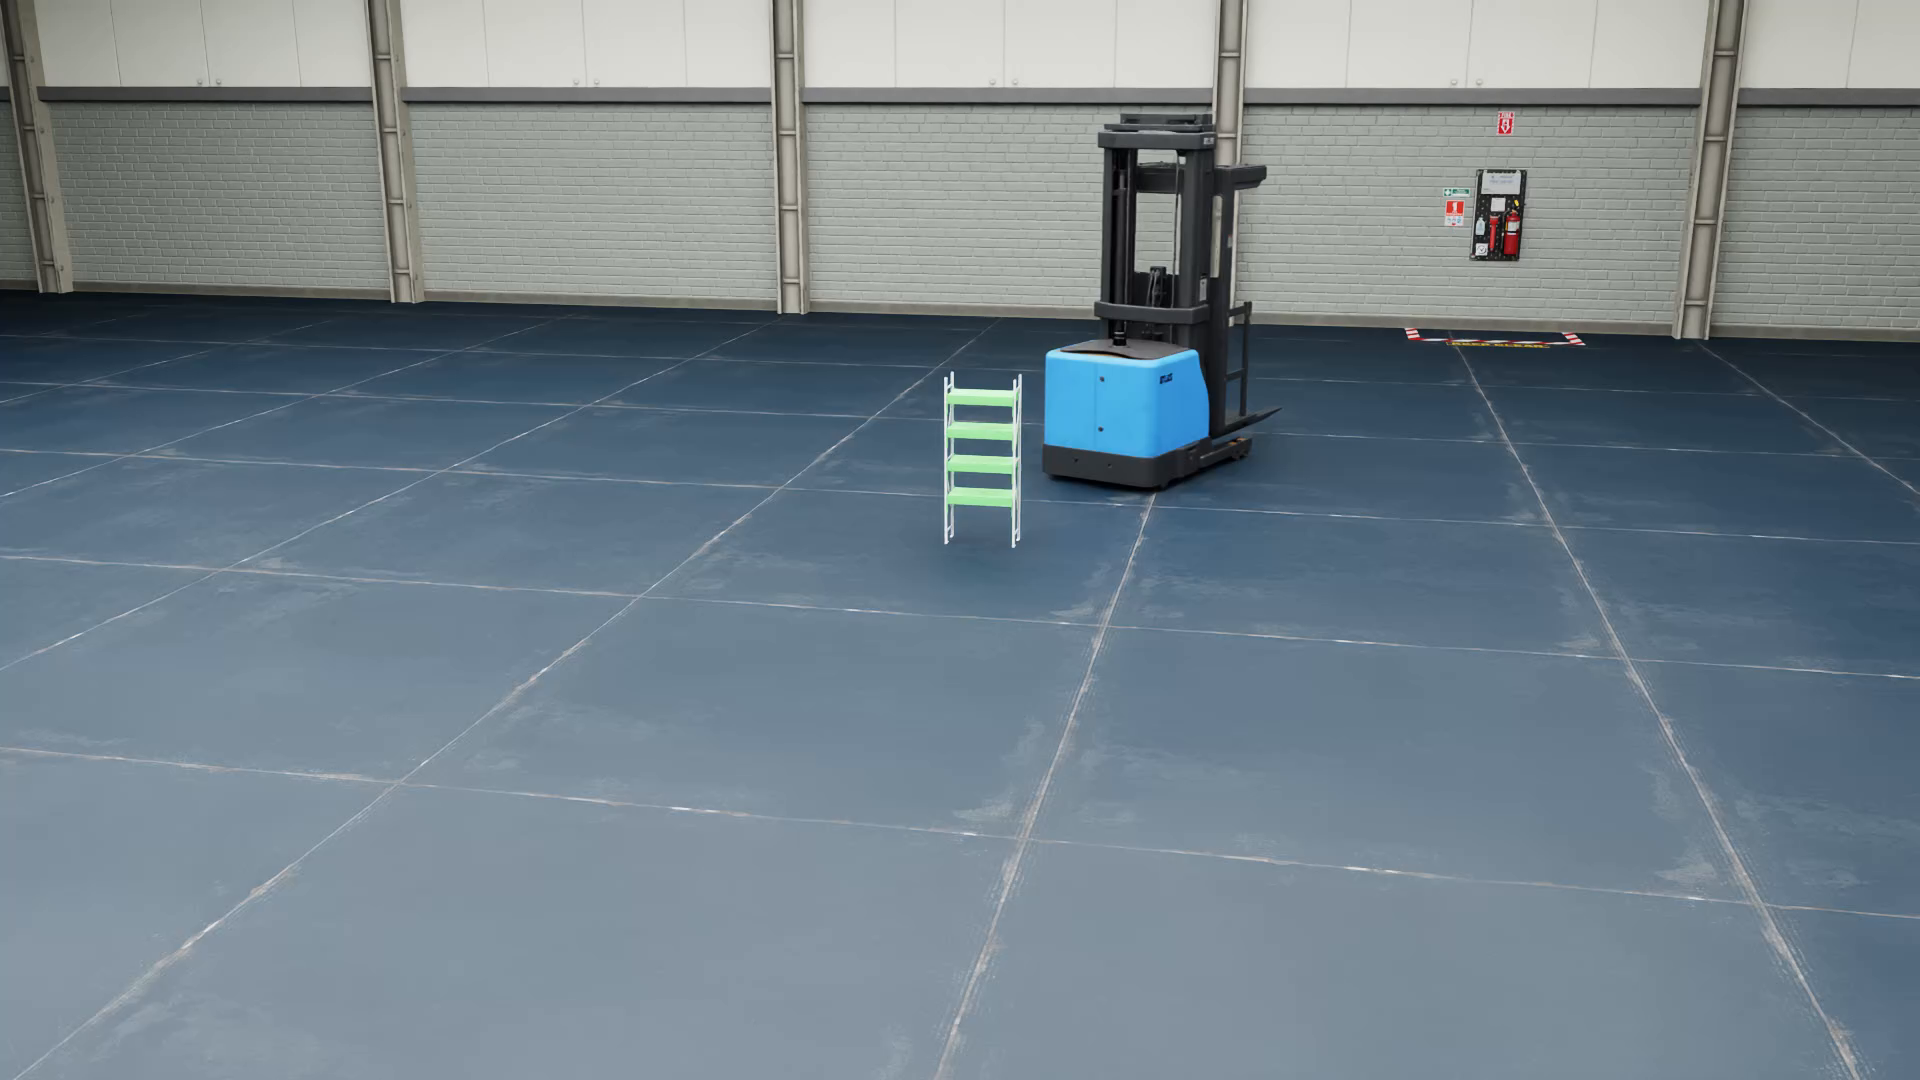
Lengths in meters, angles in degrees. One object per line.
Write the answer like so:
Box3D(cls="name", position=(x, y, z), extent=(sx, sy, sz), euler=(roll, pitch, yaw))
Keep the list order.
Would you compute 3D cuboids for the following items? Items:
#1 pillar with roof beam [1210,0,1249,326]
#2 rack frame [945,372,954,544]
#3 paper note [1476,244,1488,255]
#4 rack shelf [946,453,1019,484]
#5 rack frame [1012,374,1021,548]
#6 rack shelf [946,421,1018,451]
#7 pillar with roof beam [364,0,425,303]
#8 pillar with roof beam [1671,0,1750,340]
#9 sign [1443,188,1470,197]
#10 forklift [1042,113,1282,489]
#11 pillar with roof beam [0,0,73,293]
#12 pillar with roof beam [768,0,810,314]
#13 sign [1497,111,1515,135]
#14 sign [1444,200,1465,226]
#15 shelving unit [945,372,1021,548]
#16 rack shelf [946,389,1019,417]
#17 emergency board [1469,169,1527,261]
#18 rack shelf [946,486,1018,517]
Box3D(cls="pillar with roof beam", position=(2.655, -6.137, 17.290), extent=(0.400, 9.000, 9.100), euler=(3, 16, 11))
Box3D(cls="rack frame", position=(-0.077, -0.582, 11.847), extent=(0.015, 1.200, 0.240), euler=(3, 16, 11))
Box3D(cls="paper note", position=(6.819, -3.797, 21.731), extent=(0.142, 0.148, 0.016), euler=(3, 16, 11))
Box3D(cls="rack shelf", position=(0.162, -0.508, 11.817), extent=(0.480, 0.148, 0.258), euler=(3, 16, 11))
Box3D(cls="rack frame", position=(0.401, -0.556, 11.753), extent=(0.015, 1.200, 0.240), euler=(3, 16, 11))
Box3D(cls="rack shelf", position=(0.162, -0.739, 11.753), extent=(0.480, 0.148, 0.258), euler=(3, 16, 11))
Box3D(cls="pillar with roof beam", position=(-9.104, -6.775, 19.594), extent=(0.400, 9.000, 9.100), euler=(3, 16, 11))
Box3D(cls="pillar with roof beam", position=(8.535, -5.818, 16.137), extent=(0.400, 9.000, 9.100), euler=(3, 16, 11))
Box3D(cls="sign", position=(6.460, -4.521, 21.633), extent=(0.331, 0.109, 0.001), euler=(3, 16, 11))
Box3D(cls="forklift", position=(1.916, -2.164, 14.314), extent=(1.130, 2.935, 3.031), euler=(10, 18, 32))
Box3D(cls="pillar with roof beam", position=(-14.984, -7.094, 20.746), extent=(0.400, 9.000, 9.100), euler=(3, 16, 11))
Box3D(cls="pillar with roof beam", position=(-3.224, -6.456, 18.442), extent=(0.400, 9.000, 9.100), euler=(3, 16, 11))
Box3D(cls="sign", position=(6.991, -5.338, 21.300), extent=(0.199, 0.298, 0.001), euler=(3, 16, 11))
Box3D(cls="sign", position=(6.458, -4.268, 21.713), extent=(0.234, 0.329, 0.001), euler=(3, 16, 11))
Box3D(cls="shelving unit", position=(0.162, -0.569, 11.800), extent=(0.503, 1.200, 0.258), euler=(3, 16, 11))
Box3D(cls="rack shelf", position=(0.162, -0.970, 11.689), extent=(0.480, 0.148, 0.258), euler=(3, 16, 11))
Box3D(cls="emergency board", position=(6.979, -4.194, 21.514), extent=(0.643, 1.169, 0.194), euler=(3, 16, 11))
Box3D(cls="rack shelf", position=(0.162, -0.277, 11.881), extent=(0.480, 0.148, 0.258), euler=(3, 16, 11))
